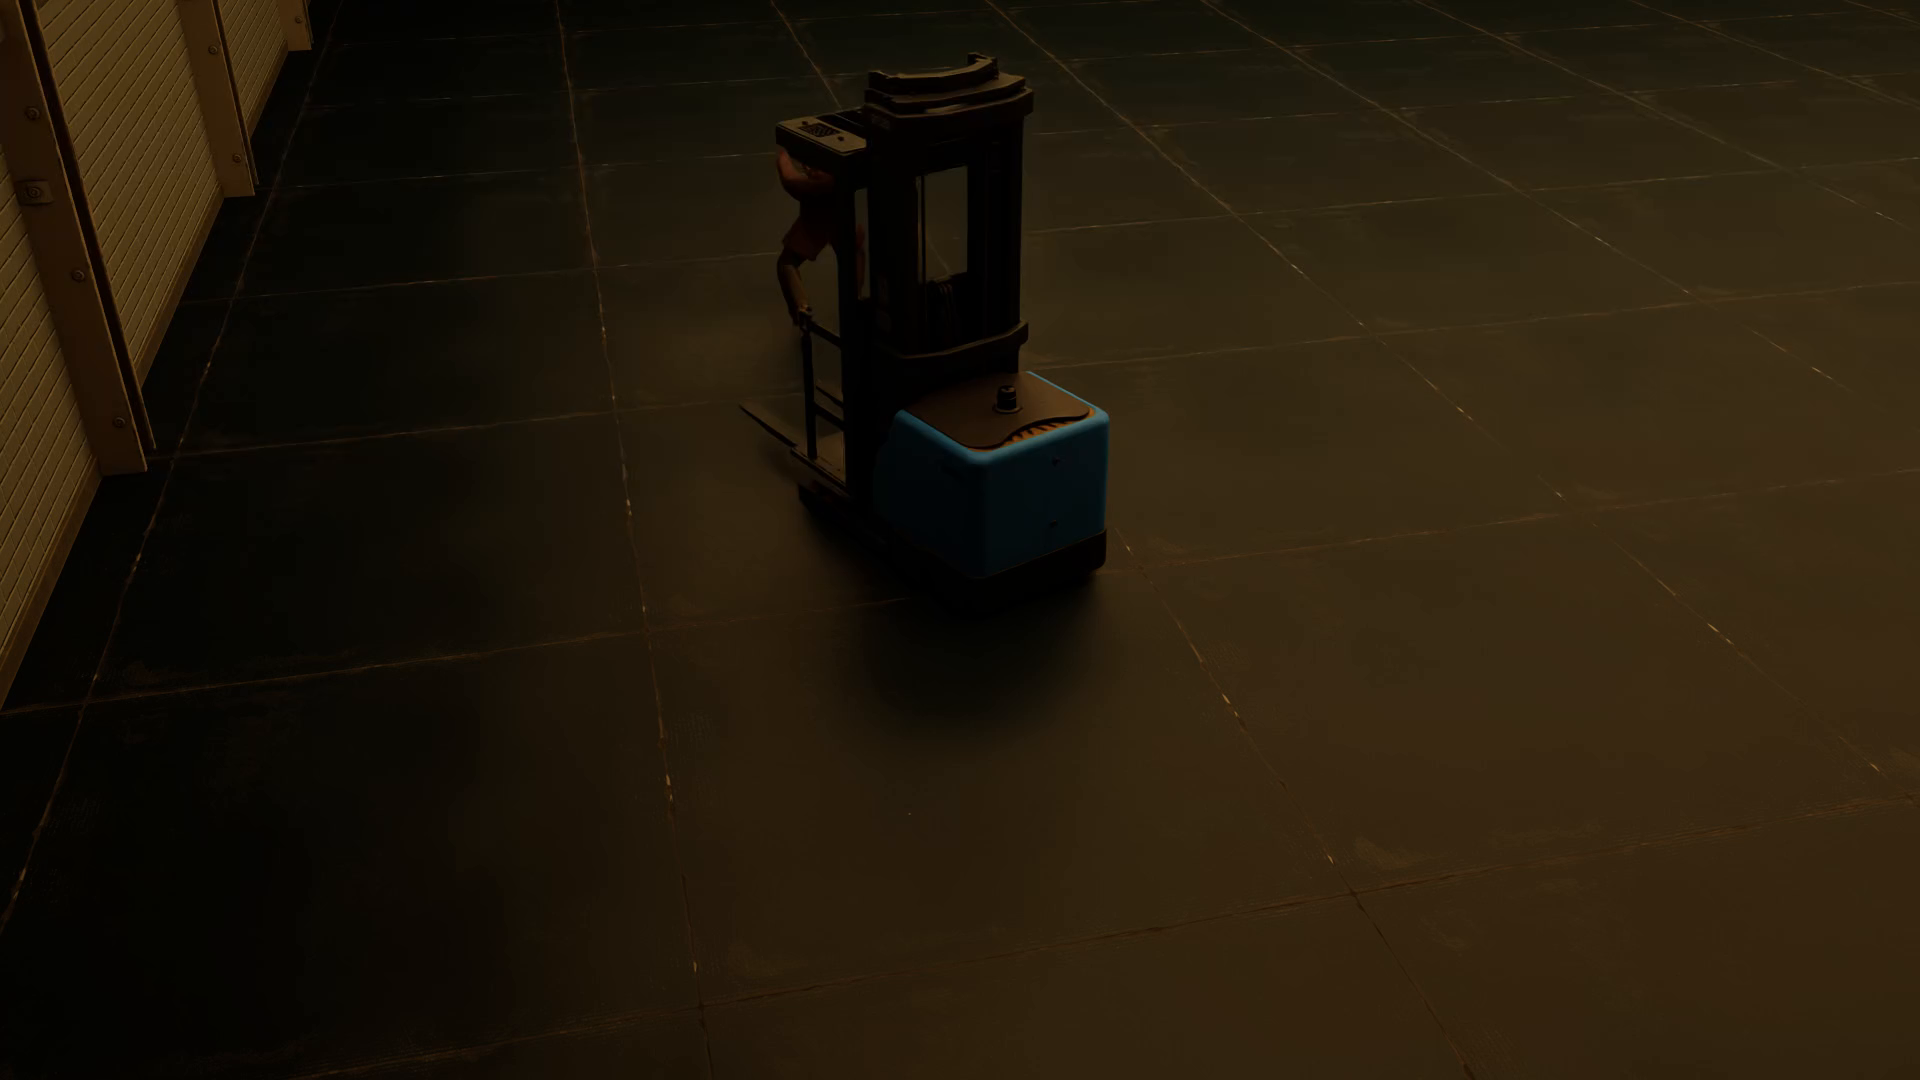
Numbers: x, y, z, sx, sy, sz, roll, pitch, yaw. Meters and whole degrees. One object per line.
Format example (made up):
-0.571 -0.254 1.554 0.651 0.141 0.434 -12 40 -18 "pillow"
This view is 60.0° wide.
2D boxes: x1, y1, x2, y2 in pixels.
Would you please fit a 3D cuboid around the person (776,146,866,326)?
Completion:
-0.943 -2.528 13.311 1.103 1.545 0.808 -12 32 -20 "person"

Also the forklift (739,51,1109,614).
-0.393 -1.525 10.208 1.130 2.935 3.031 -20 36 -31 "forklift"
